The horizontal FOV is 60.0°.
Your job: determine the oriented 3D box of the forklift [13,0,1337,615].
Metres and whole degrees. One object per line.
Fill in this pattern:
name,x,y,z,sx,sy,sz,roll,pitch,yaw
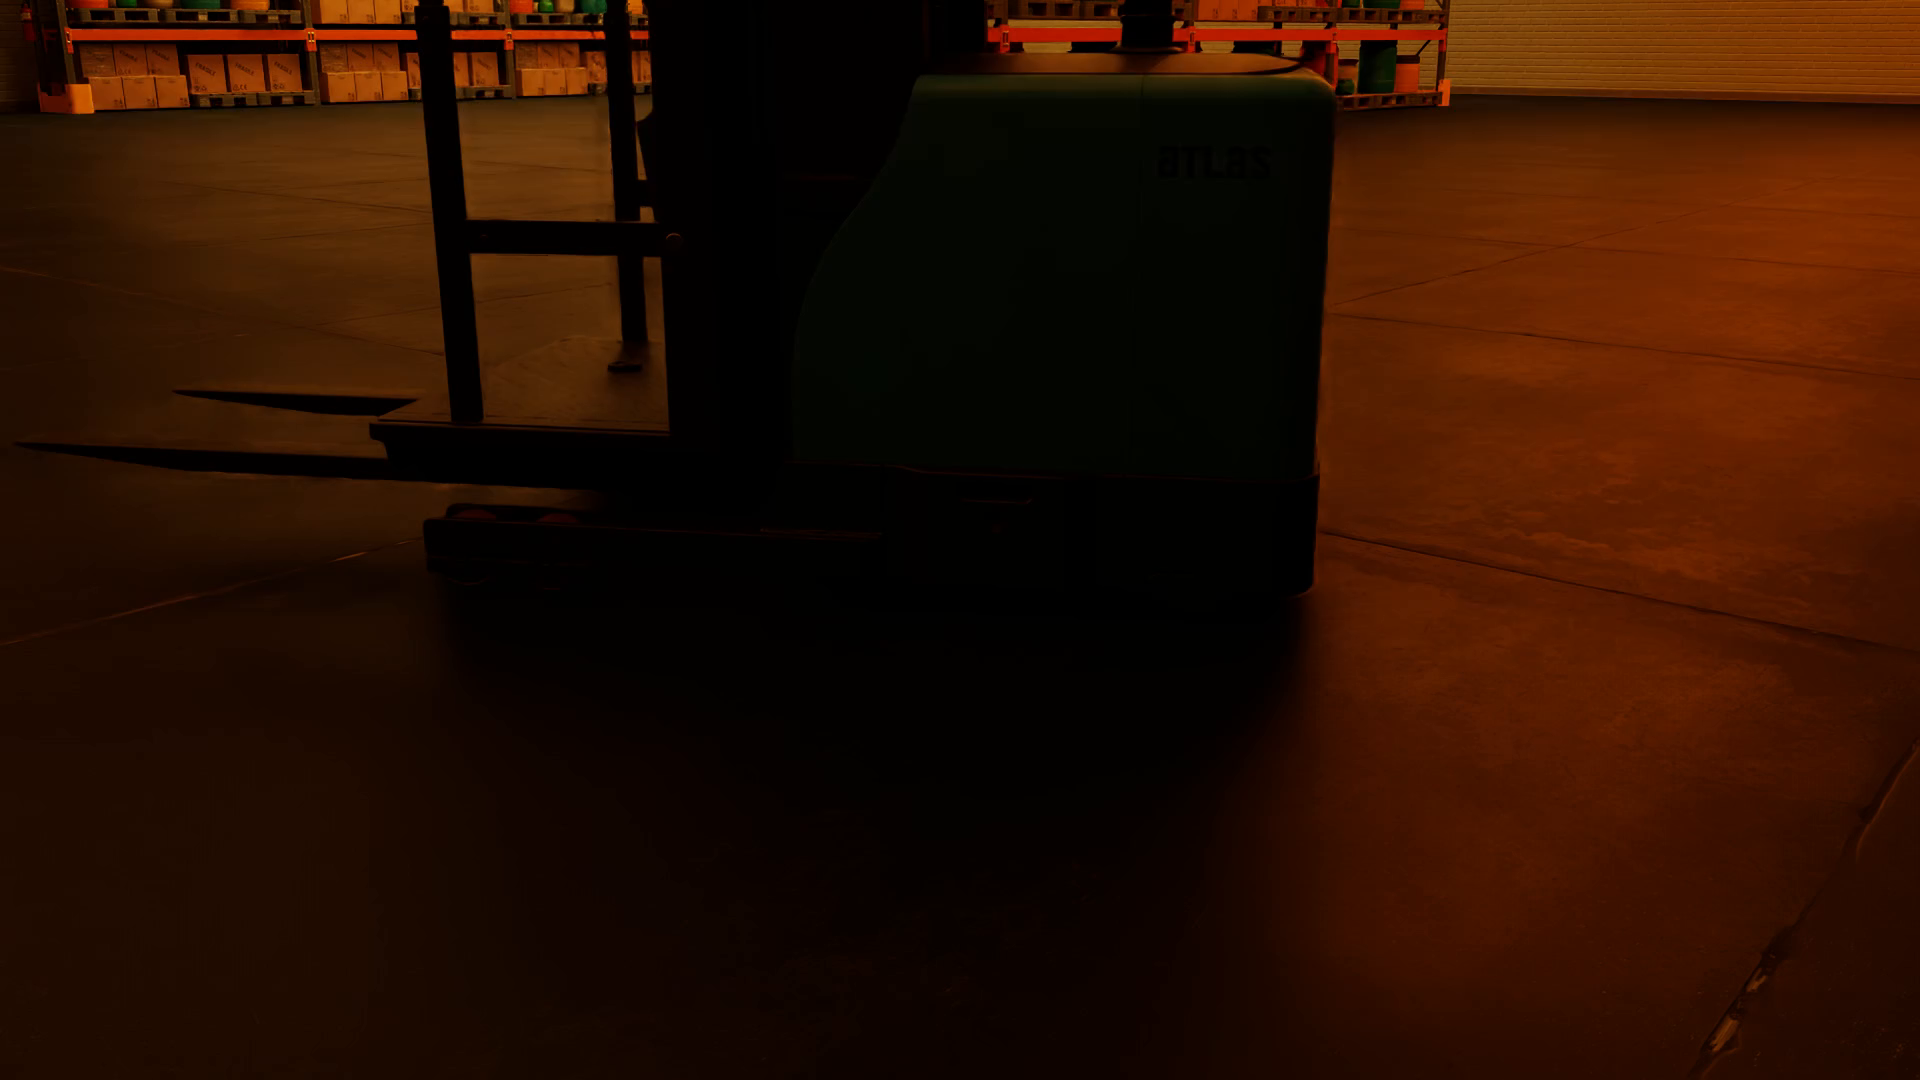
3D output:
forklift,-0.699,-1.439,3.638,3.031,2.935,1.130,3,17,10
